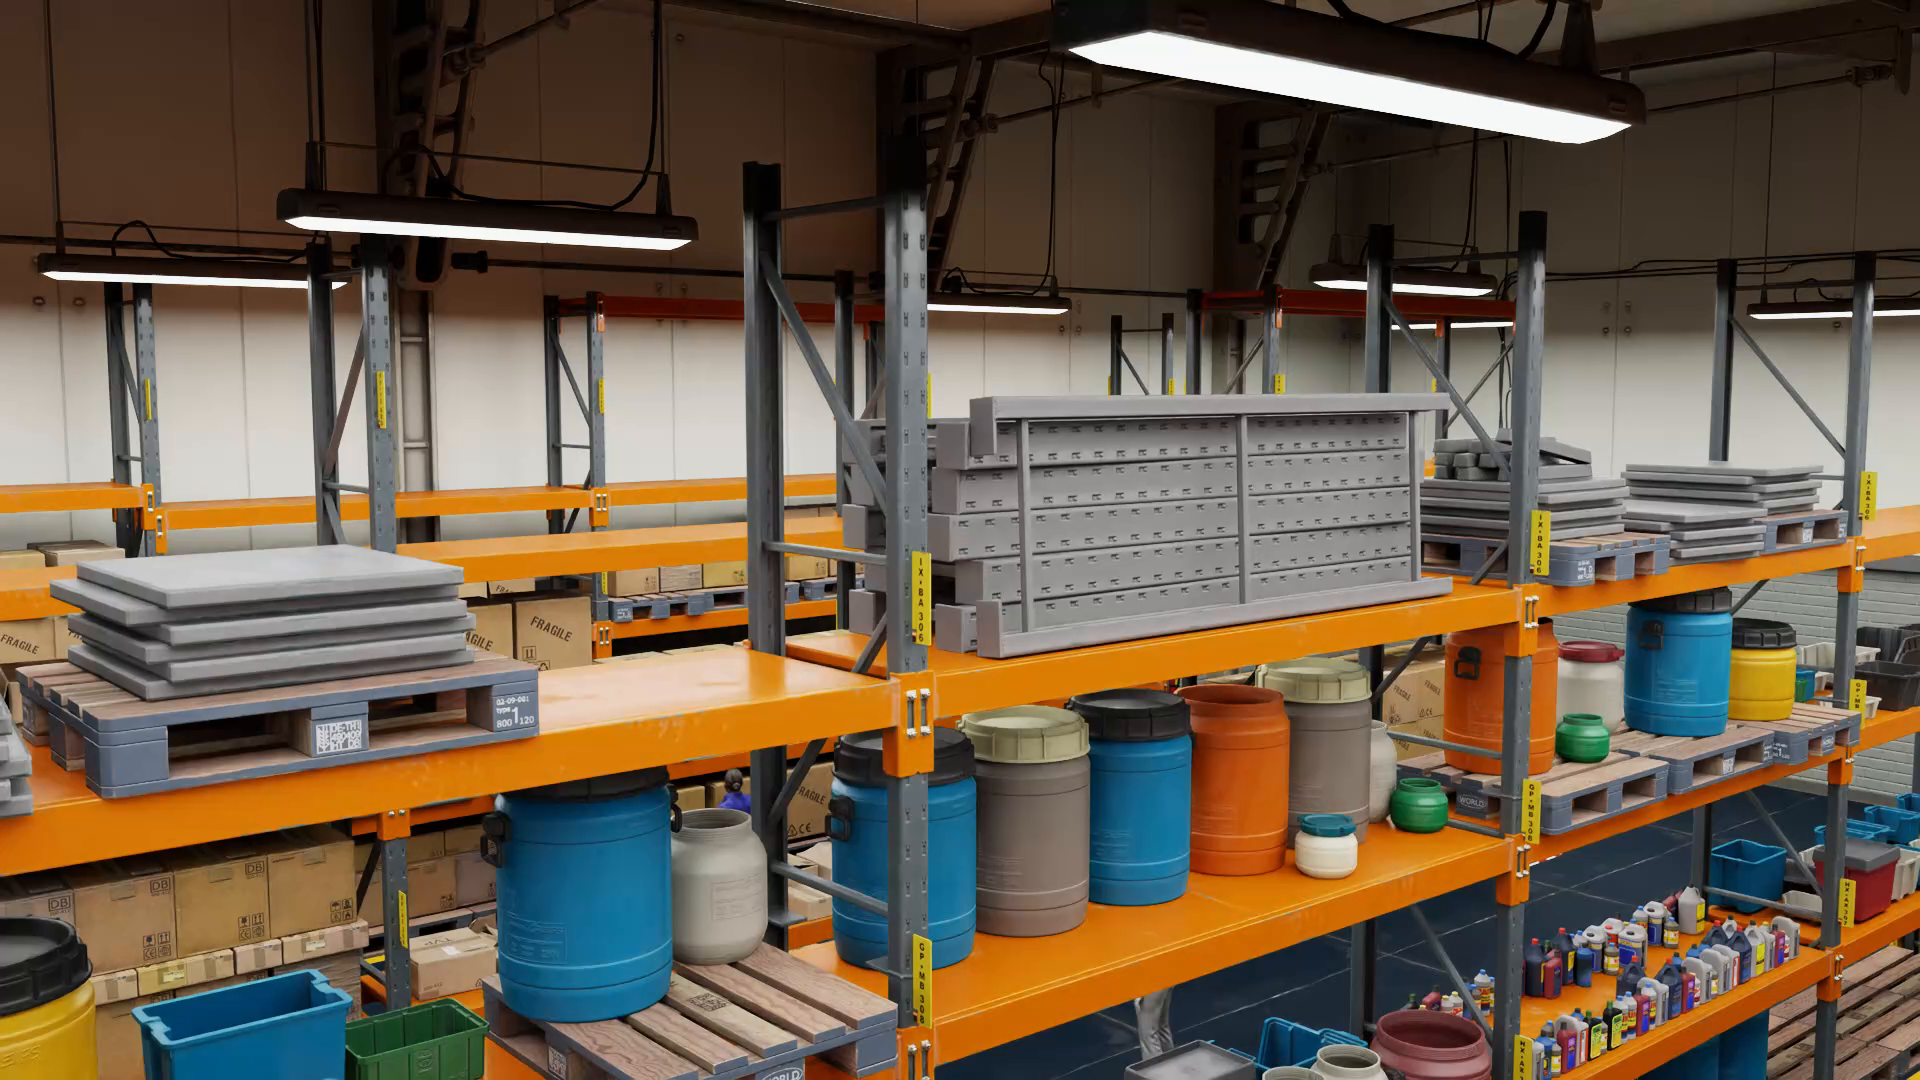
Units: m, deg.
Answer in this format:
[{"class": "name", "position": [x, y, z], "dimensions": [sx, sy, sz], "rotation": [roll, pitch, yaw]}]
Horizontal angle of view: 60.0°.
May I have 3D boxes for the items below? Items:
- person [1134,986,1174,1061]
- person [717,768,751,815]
[{"class": "person", "position": [1.386, 3.171, 11.944], "dimensions": [0.382, 1.700, 0.517], "rotation": [3, 6, 26]}, {"class": "person", "position": [-2.057, 2.893, 15.072], "dimensions": [0.428, 1.660, 0.463], "rotation": [5, 7, 40]}]
